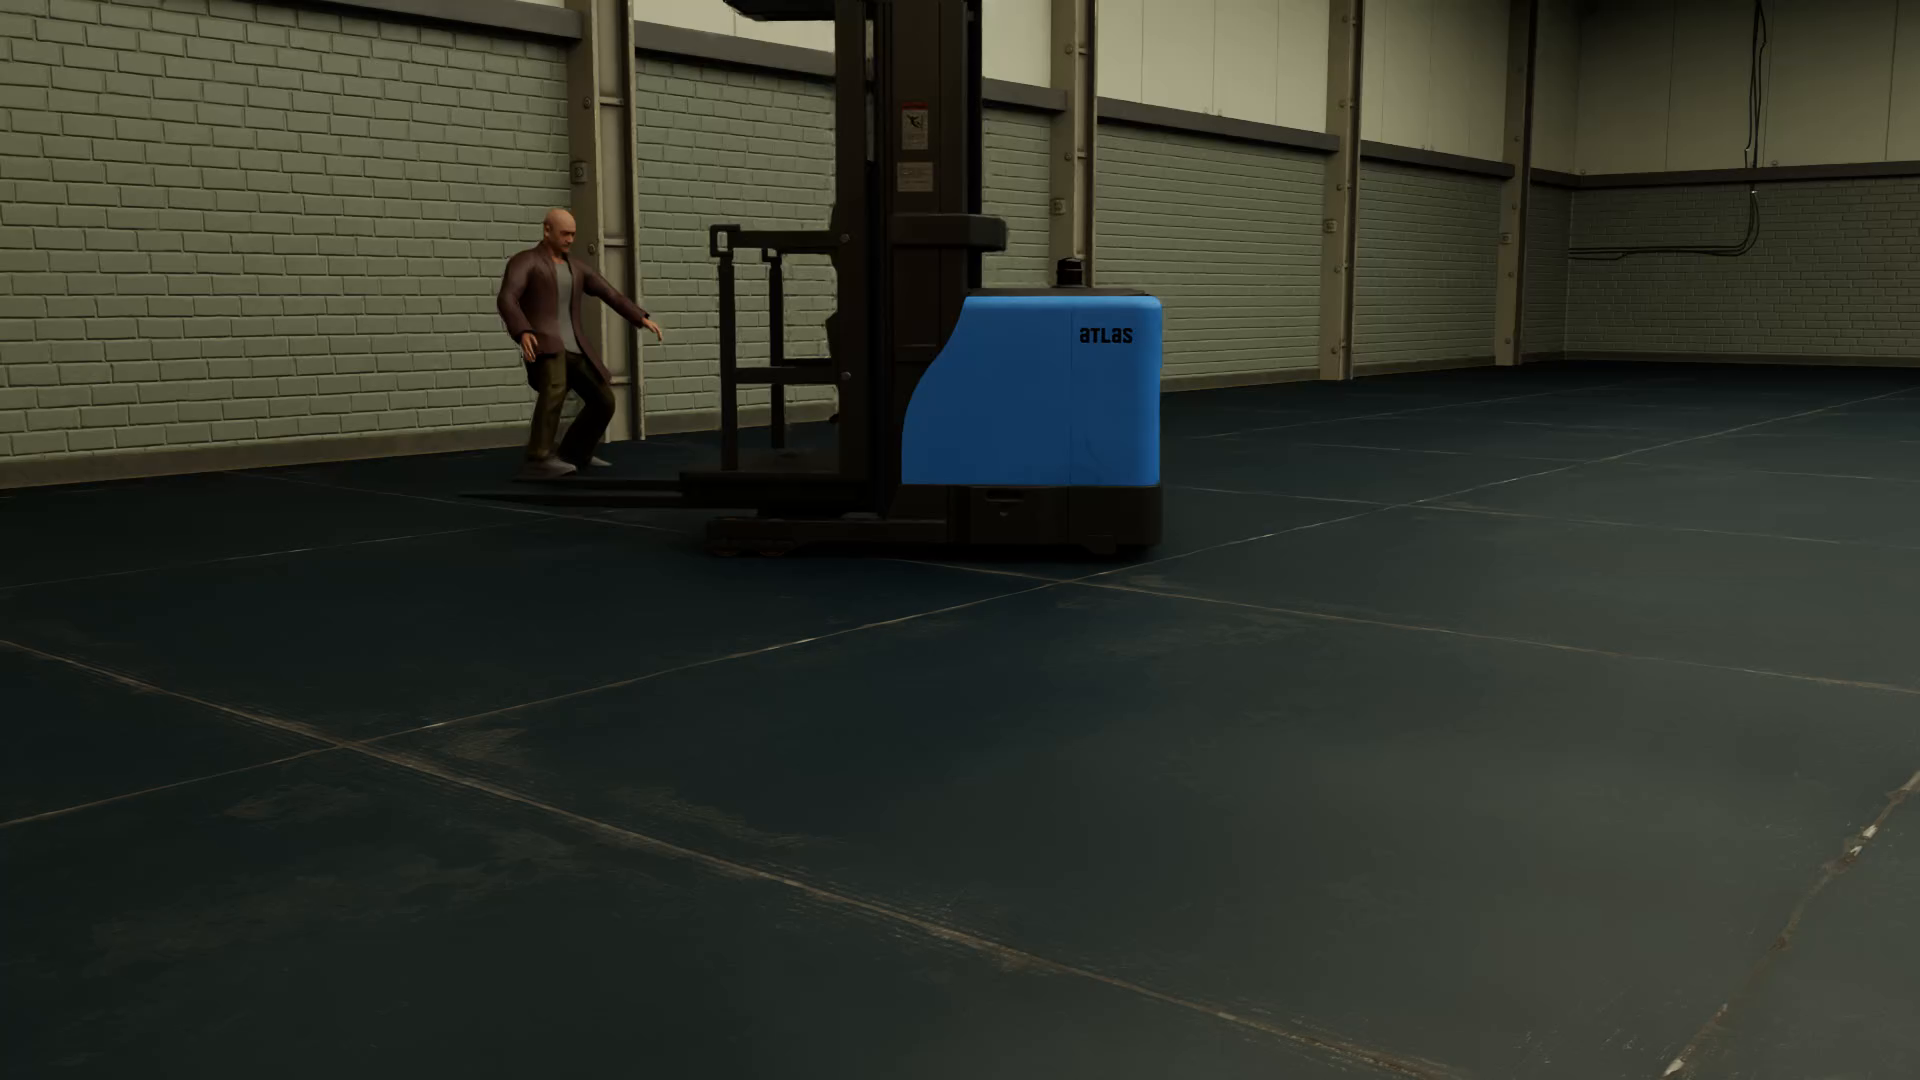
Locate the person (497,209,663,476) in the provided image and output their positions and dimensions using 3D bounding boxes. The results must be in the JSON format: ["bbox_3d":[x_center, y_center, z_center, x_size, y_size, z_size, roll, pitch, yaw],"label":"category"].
[{"bbox_3d":[-2.347,-1.176,10.084,0.920,1.636,1.022,7,11,38],"label":"person"}]

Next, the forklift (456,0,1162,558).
[{"bbox_3d":[-0.643,-1.452,7.202,3.031,2.935,1.130,1,8,5],"label":"forklift"}]
